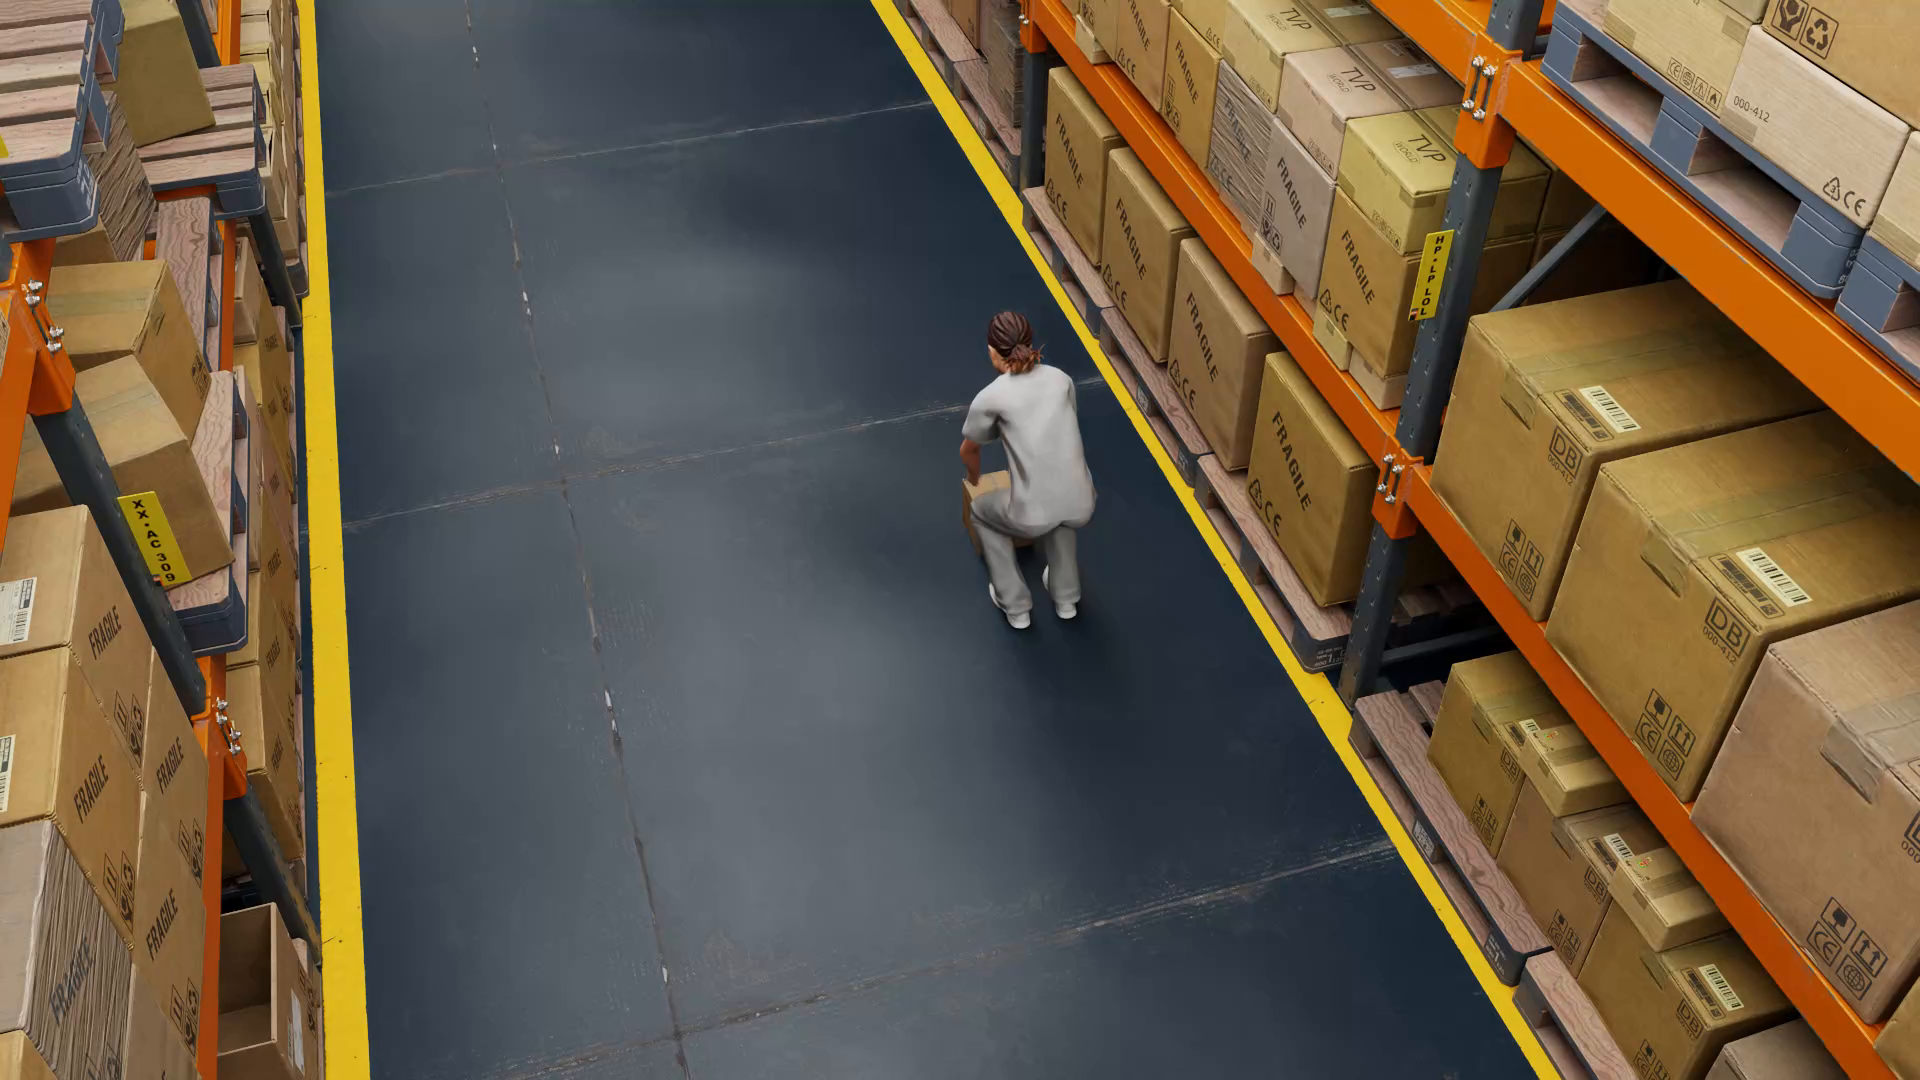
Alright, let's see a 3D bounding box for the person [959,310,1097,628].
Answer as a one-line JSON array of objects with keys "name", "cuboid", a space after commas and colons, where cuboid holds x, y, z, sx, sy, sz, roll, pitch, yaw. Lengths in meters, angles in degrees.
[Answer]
[{"name": "person", "cuboid": [0.265, -0.244, 6.708, 0.493, 1.304, 0.683, -12, 44, -13]}]
